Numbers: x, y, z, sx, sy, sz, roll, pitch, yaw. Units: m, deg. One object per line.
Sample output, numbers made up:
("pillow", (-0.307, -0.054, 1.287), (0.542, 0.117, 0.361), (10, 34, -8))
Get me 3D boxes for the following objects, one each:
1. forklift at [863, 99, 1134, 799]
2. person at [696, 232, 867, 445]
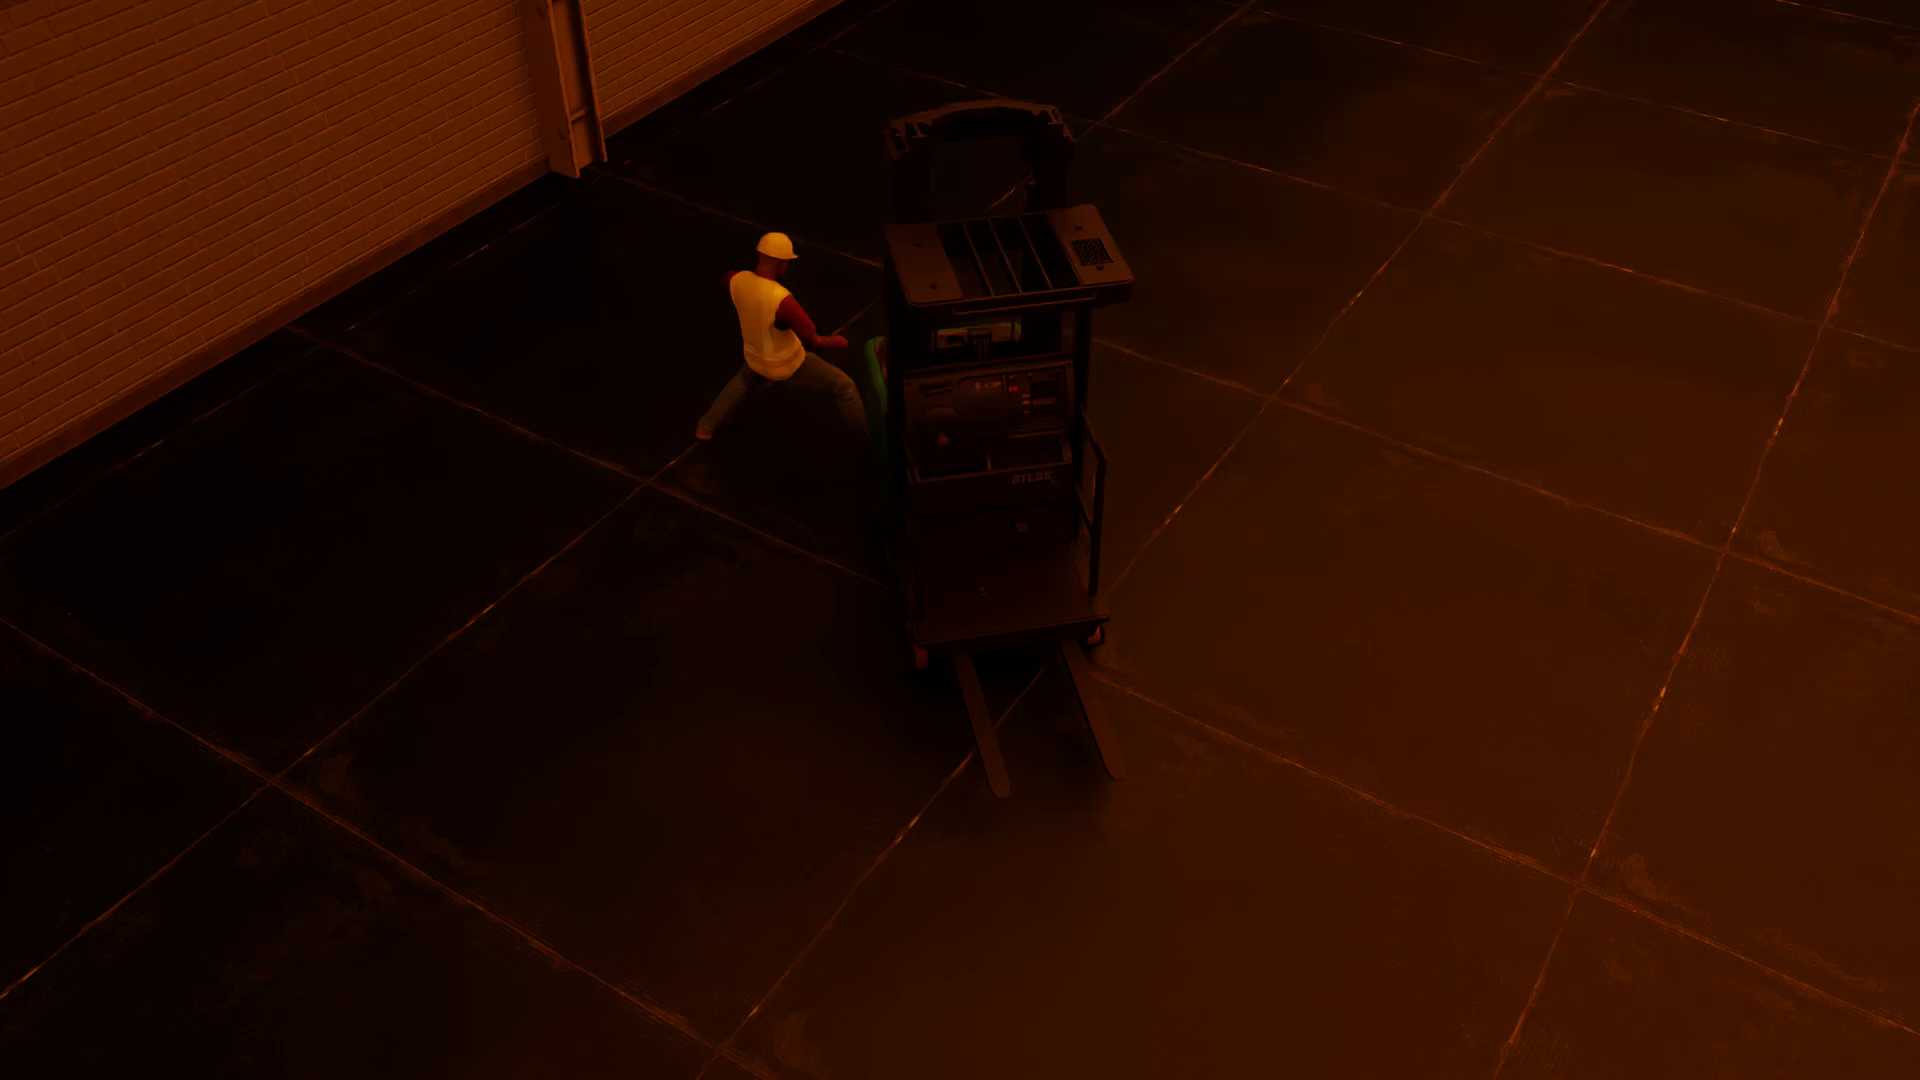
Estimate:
("forklift", (0.204, -0.651, 8.735), (1.130, 2.935, 3.031), (-8, 41, -9))
("person", (-1.103, -1.286, 10.547), (1.123, 1.572, 1.003), (31, 49, 31))
